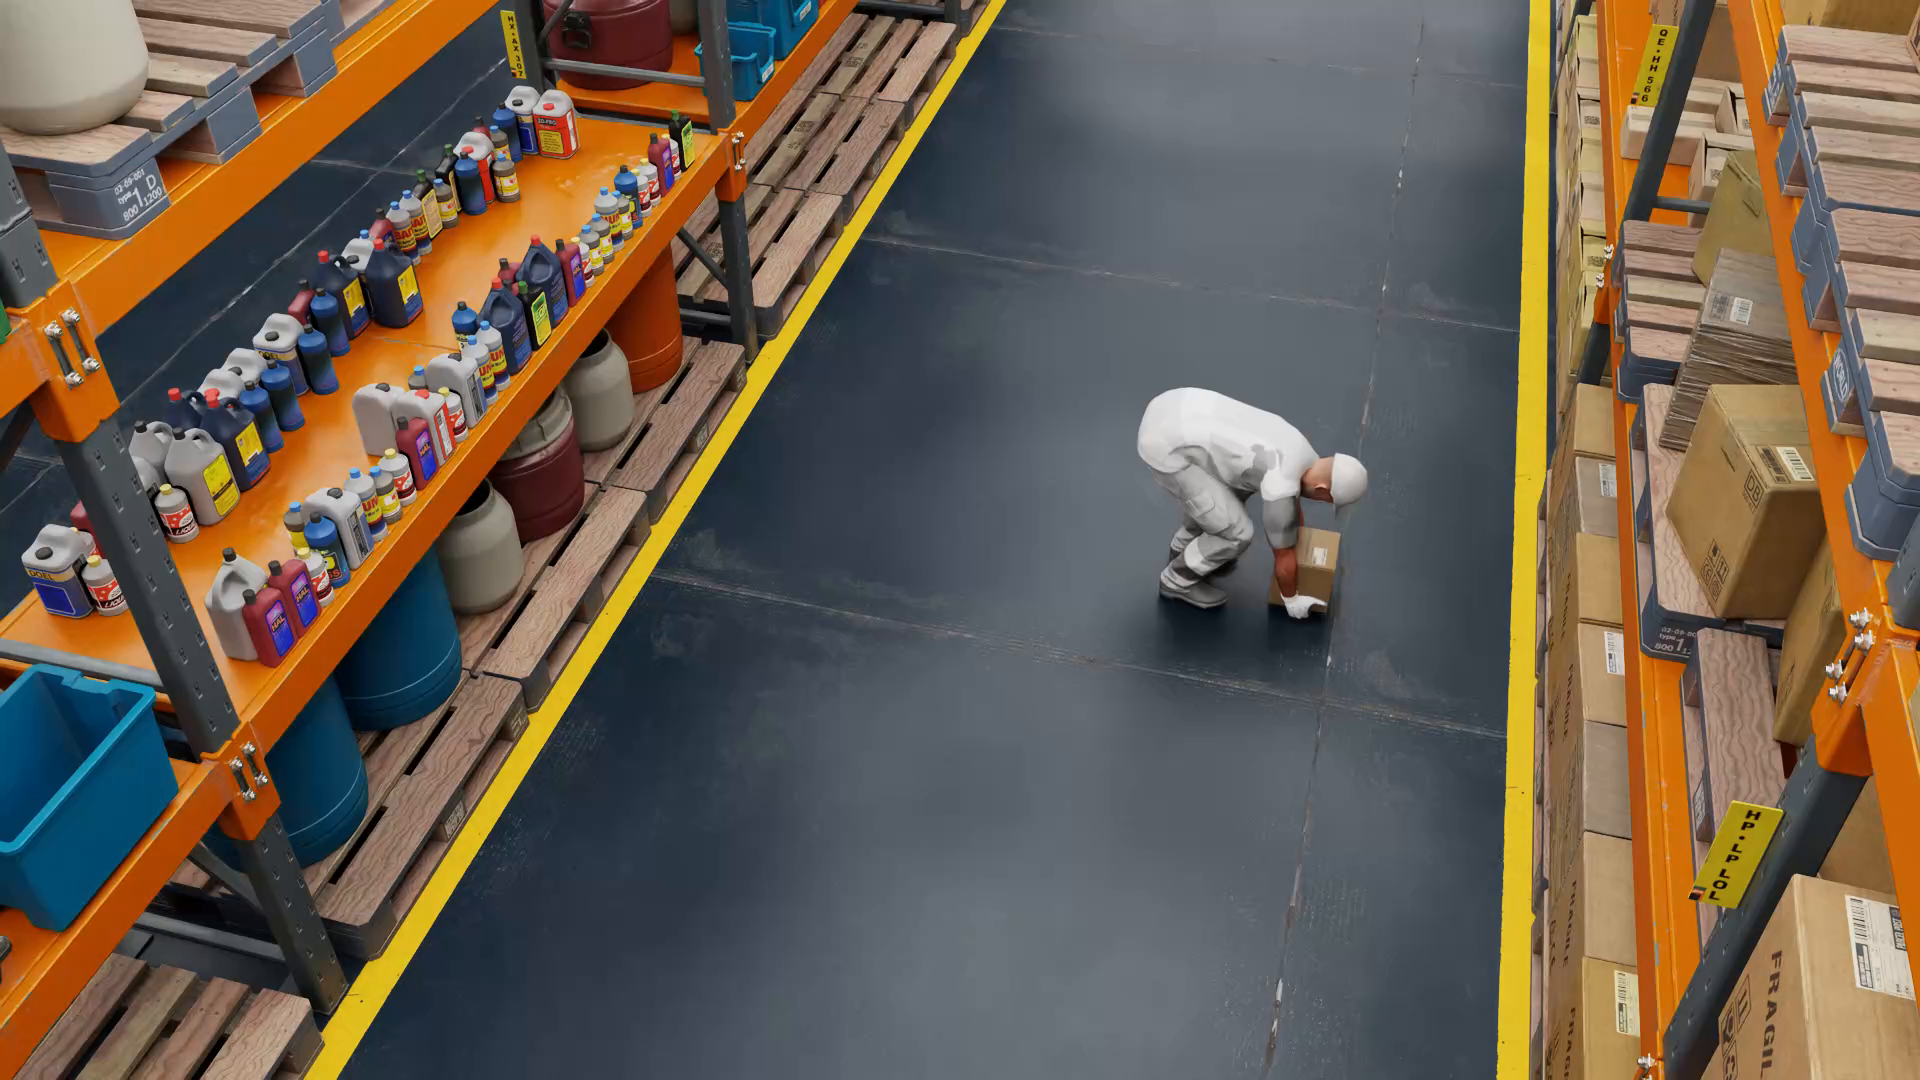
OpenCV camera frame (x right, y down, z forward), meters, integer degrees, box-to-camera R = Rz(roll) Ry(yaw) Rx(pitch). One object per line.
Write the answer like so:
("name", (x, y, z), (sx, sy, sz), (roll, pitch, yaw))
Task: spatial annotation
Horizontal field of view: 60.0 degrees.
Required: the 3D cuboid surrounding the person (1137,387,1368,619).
("person", (1.201, -0.170, 6.972), (0.949, 0.956, 0.533), (8, 41, 9))
